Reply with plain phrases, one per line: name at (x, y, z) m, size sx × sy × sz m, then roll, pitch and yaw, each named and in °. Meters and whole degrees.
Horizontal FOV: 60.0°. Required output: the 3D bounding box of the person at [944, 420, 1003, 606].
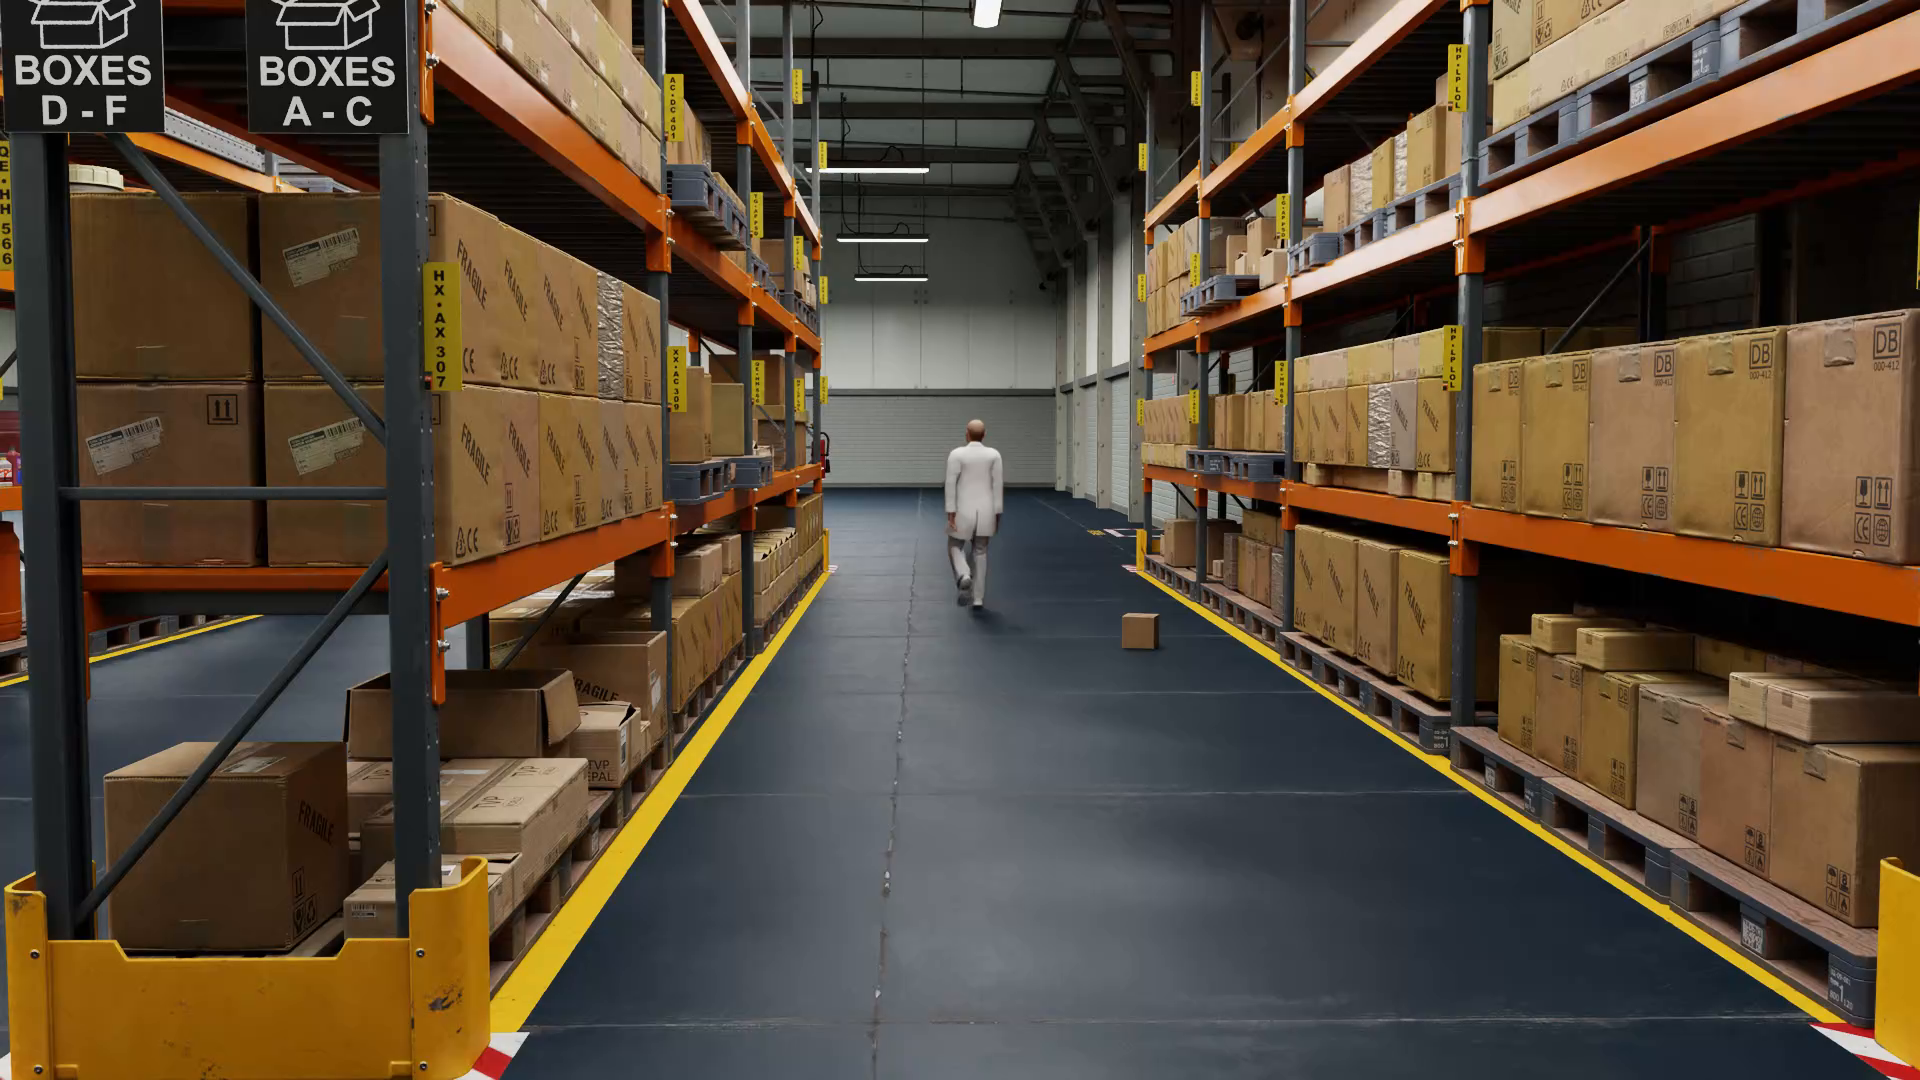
person at (0.130, -0.256, 15.862) m, size 0.582 × 1.776 × 0.531 m, roll -1°, pitch 4°, yaw -9°
